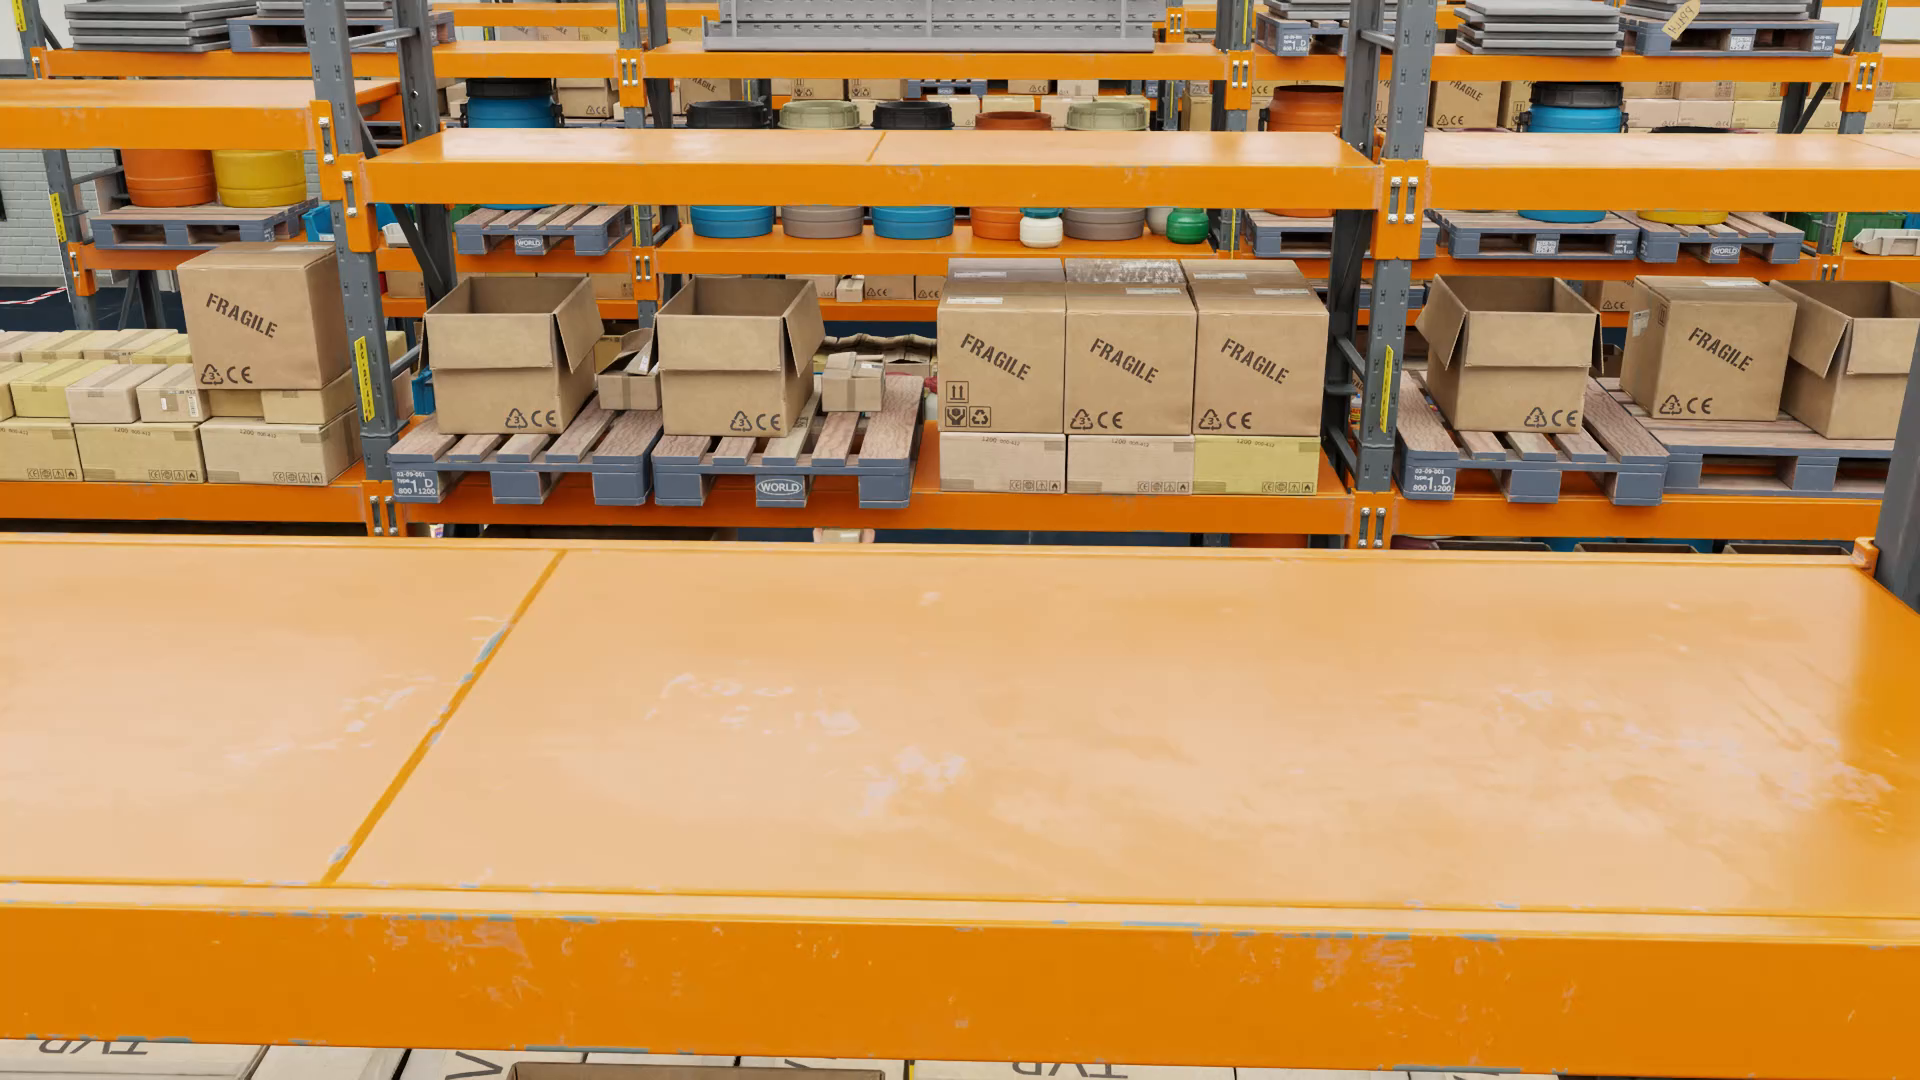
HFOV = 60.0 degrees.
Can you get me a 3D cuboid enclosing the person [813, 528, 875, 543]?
[{"bbox_3d":[-0.768,0.205,11.174,0.425,1.663,0.559,1,21,3],"label":"person"}]
